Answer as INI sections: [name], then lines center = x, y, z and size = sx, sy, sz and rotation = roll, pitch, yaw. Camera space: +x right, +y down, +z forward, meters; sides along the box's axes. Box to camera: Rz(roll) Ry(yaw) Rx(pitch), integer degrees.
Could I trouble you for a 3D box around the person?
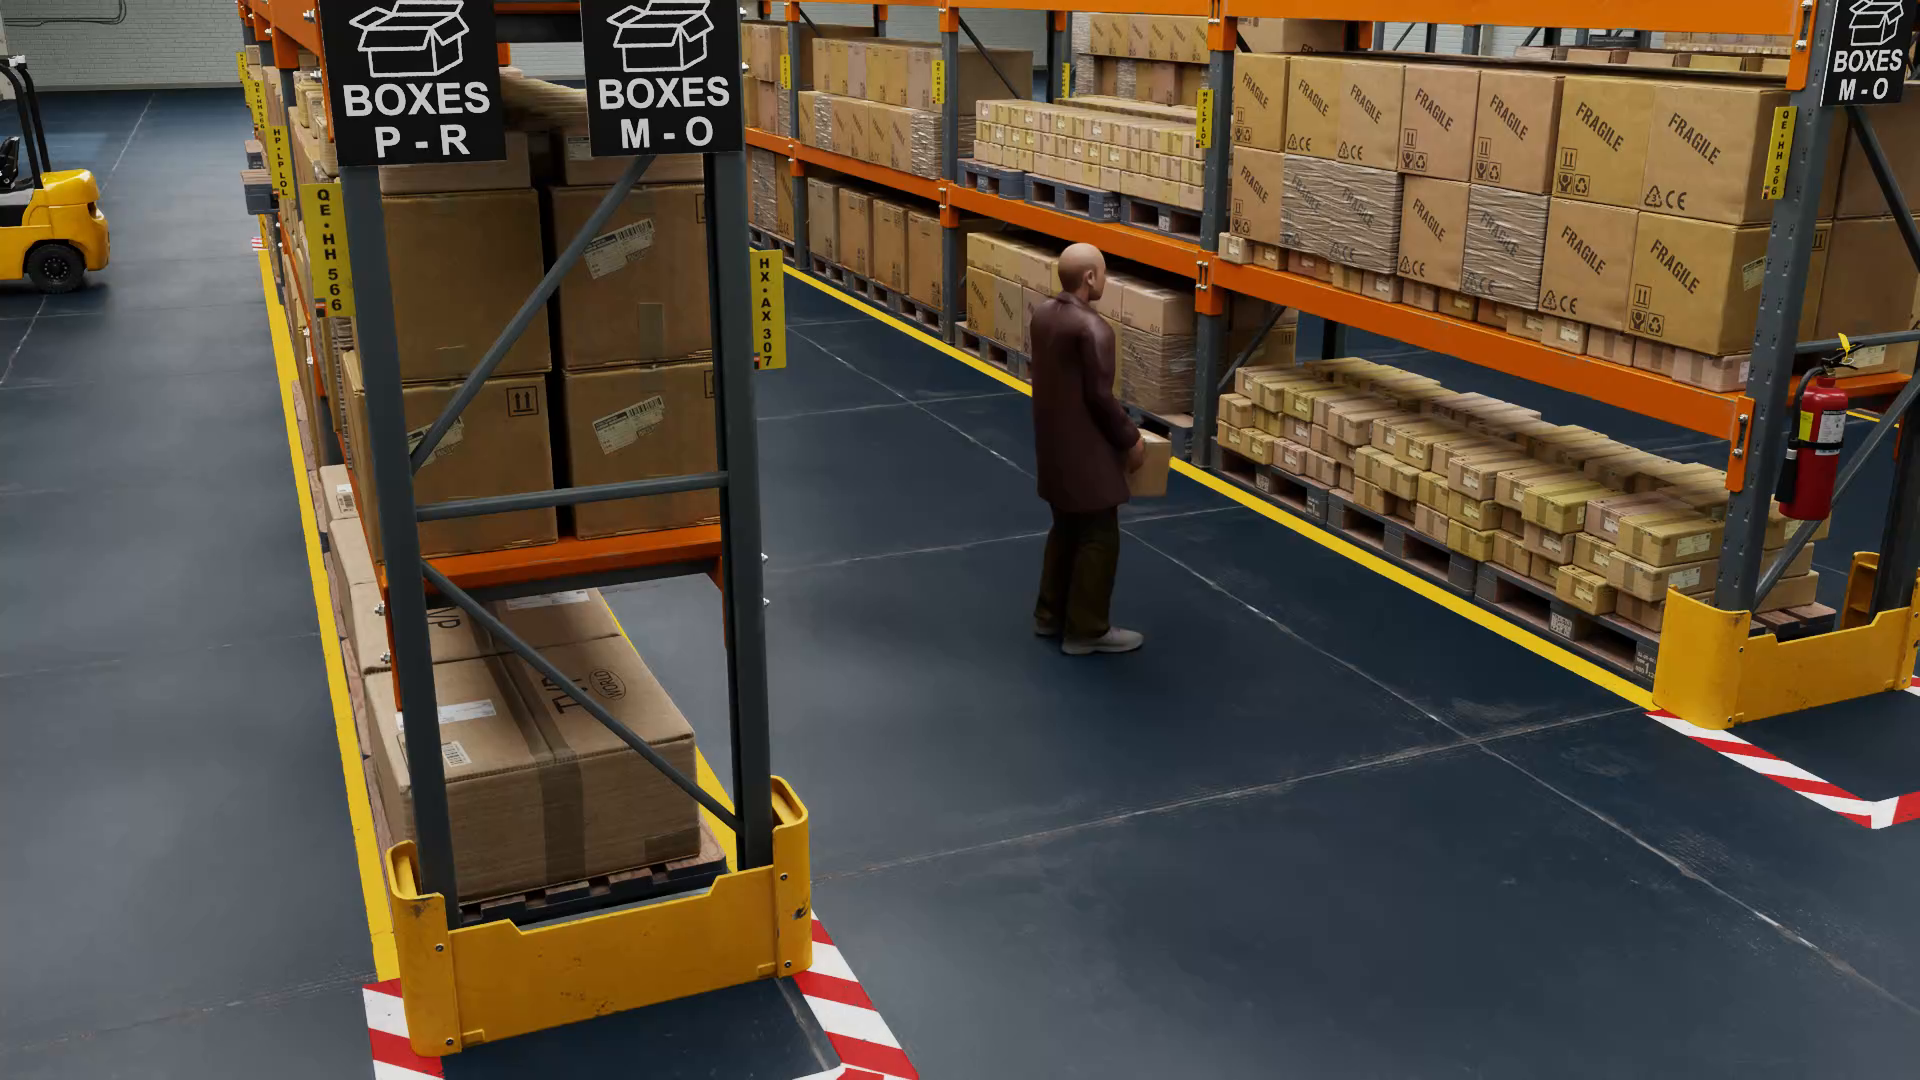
[person]
center = 0.545, -0.405, 7.278
size = 0.443, 1.781, 0.579
rotation = -8, 20, -23
